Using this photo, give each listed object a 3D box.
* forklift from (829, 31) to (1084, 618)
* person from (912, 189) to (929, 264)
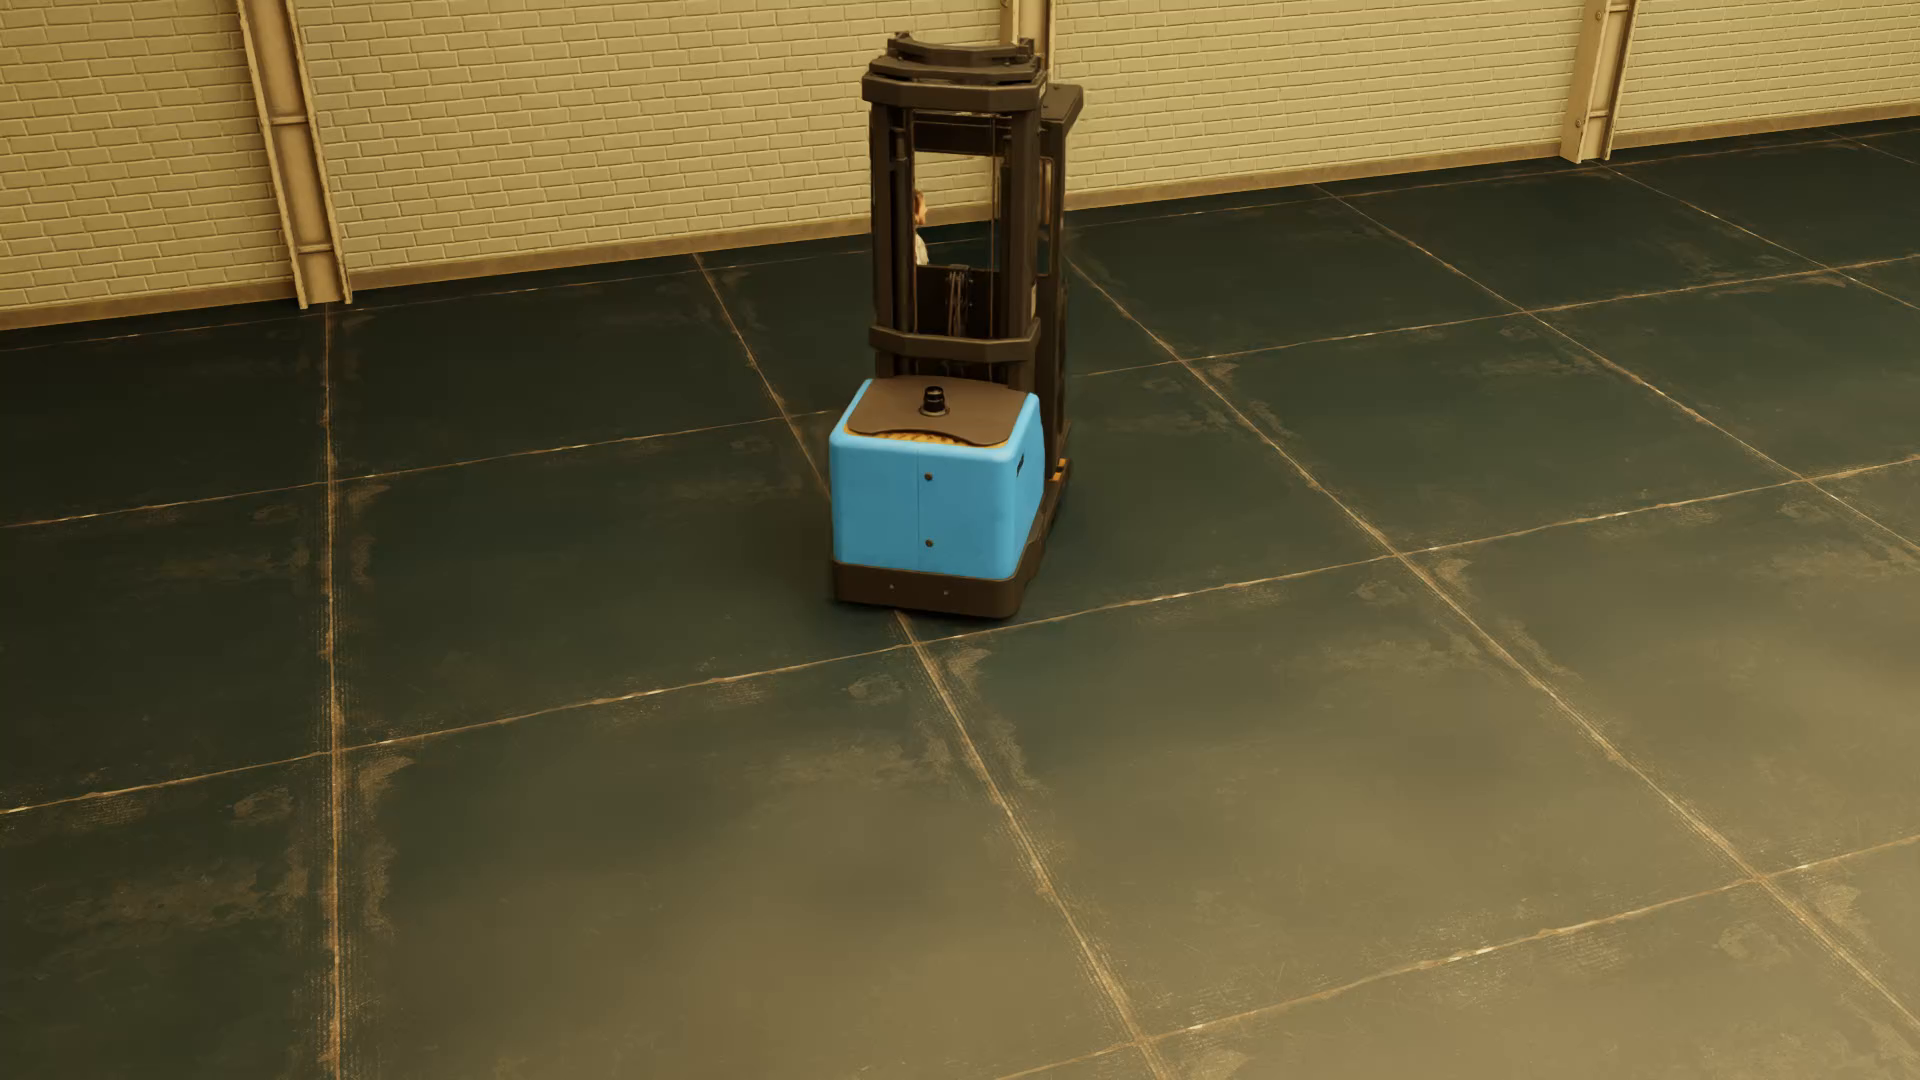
[{"bbox_3d":[0.092,-1.561,9.799,1.130,2.935,3.031,6,30,10],"label":"forklift"},{"bbox_3d":[-0.198,-1.614,11.183,0.620,1.549,0.654,-3,30,-6],"label":"person"}]
